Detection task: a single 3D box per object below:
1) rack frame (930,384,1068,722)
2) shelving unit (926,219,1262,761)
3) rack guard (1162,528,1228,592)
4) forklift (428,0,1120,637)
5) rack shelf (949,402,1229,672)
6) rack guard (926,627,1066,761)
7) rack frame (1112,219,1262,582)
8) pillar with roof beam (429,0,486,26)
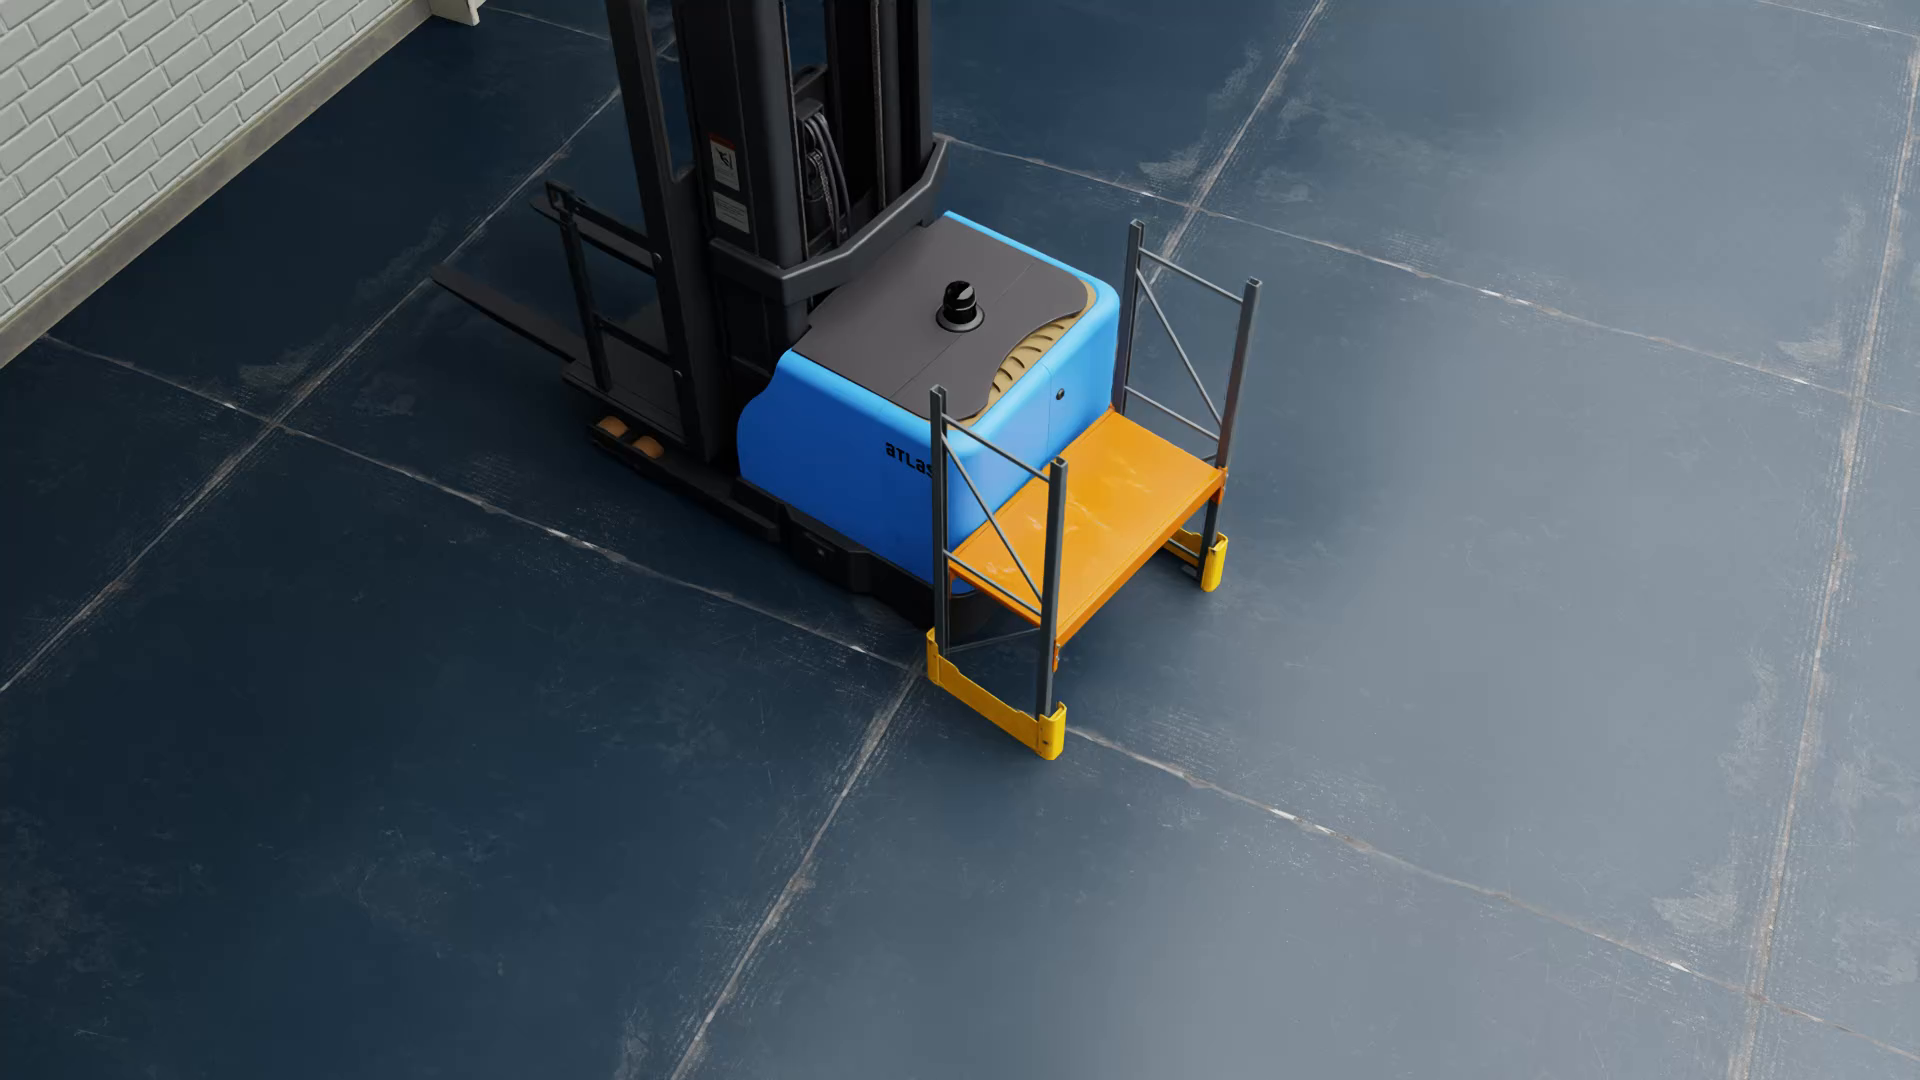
[{"bbox_3d":[0.111,0.148,5.454,0.500,1.500,0.032,32,57,25],"label":"rack frame"},{"bbox_3d":[0.442,-0.155,5.712,0.587,1.500,1.083,32,57,25],"label":"shelving unit"},{"bbox_3d":[0.761,-0.041,6.436,0.587,0.250,0.087,32,57,25],"label":"rack guard"},{"bbox_3d":[-0.906,-1.508,5.924,3.031,2.935,1.130,29,55,22],"label":"forklift"},{"bbox_3d":[0.437,-0.033,5.844,0.538,0.185,1.000,32,57,25],"label":"rack shelf"},{"bbox_3d":[0.124,0.542,5.940,0.587,0.250,0.087,32,57,25],"label":"rack guard"},{"bbox_3d":[0.762,-0.447,5.960,0.500,1.500,0.032,32,57,25],"label":"rack frame"},{"bbox_3d":[1.234,-4.454,4.447,9.100,9.000,0.400,20,52,16],"label":"pillar with roof beam"}]
